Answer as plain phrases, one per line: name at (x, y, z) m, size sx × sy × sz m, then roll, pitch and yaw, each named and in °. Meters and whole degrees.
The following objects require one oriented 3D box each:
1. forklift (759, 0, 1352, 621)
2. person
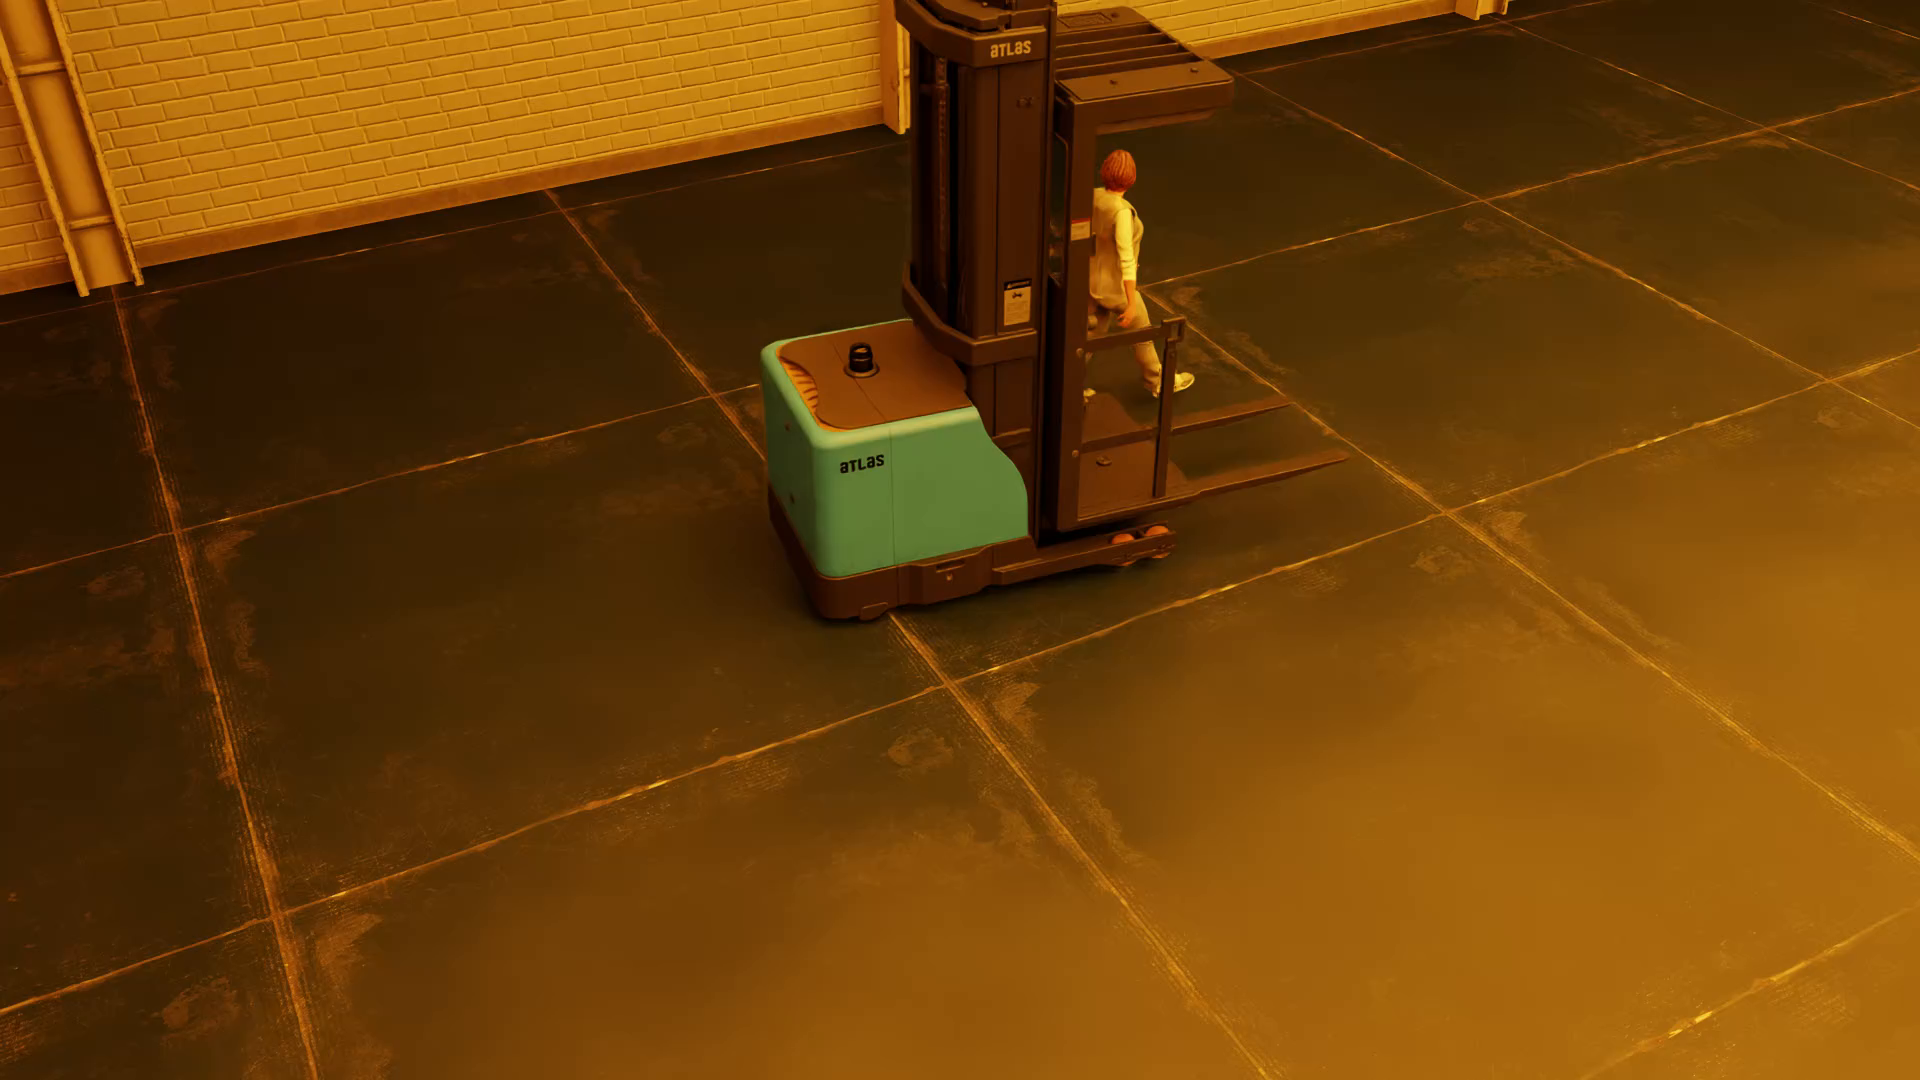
forklift at (0.572, -1.334, 8.010) m, size 3.031 × 2.935 × 1.130 m, roll -12°, pitch 37°, yaw -17°
person at (0.959, -1.455, 9.403) m, size 0.826 × 1.534 × 0.576 m, roll -18°, pitch 39°, yaw -23°
